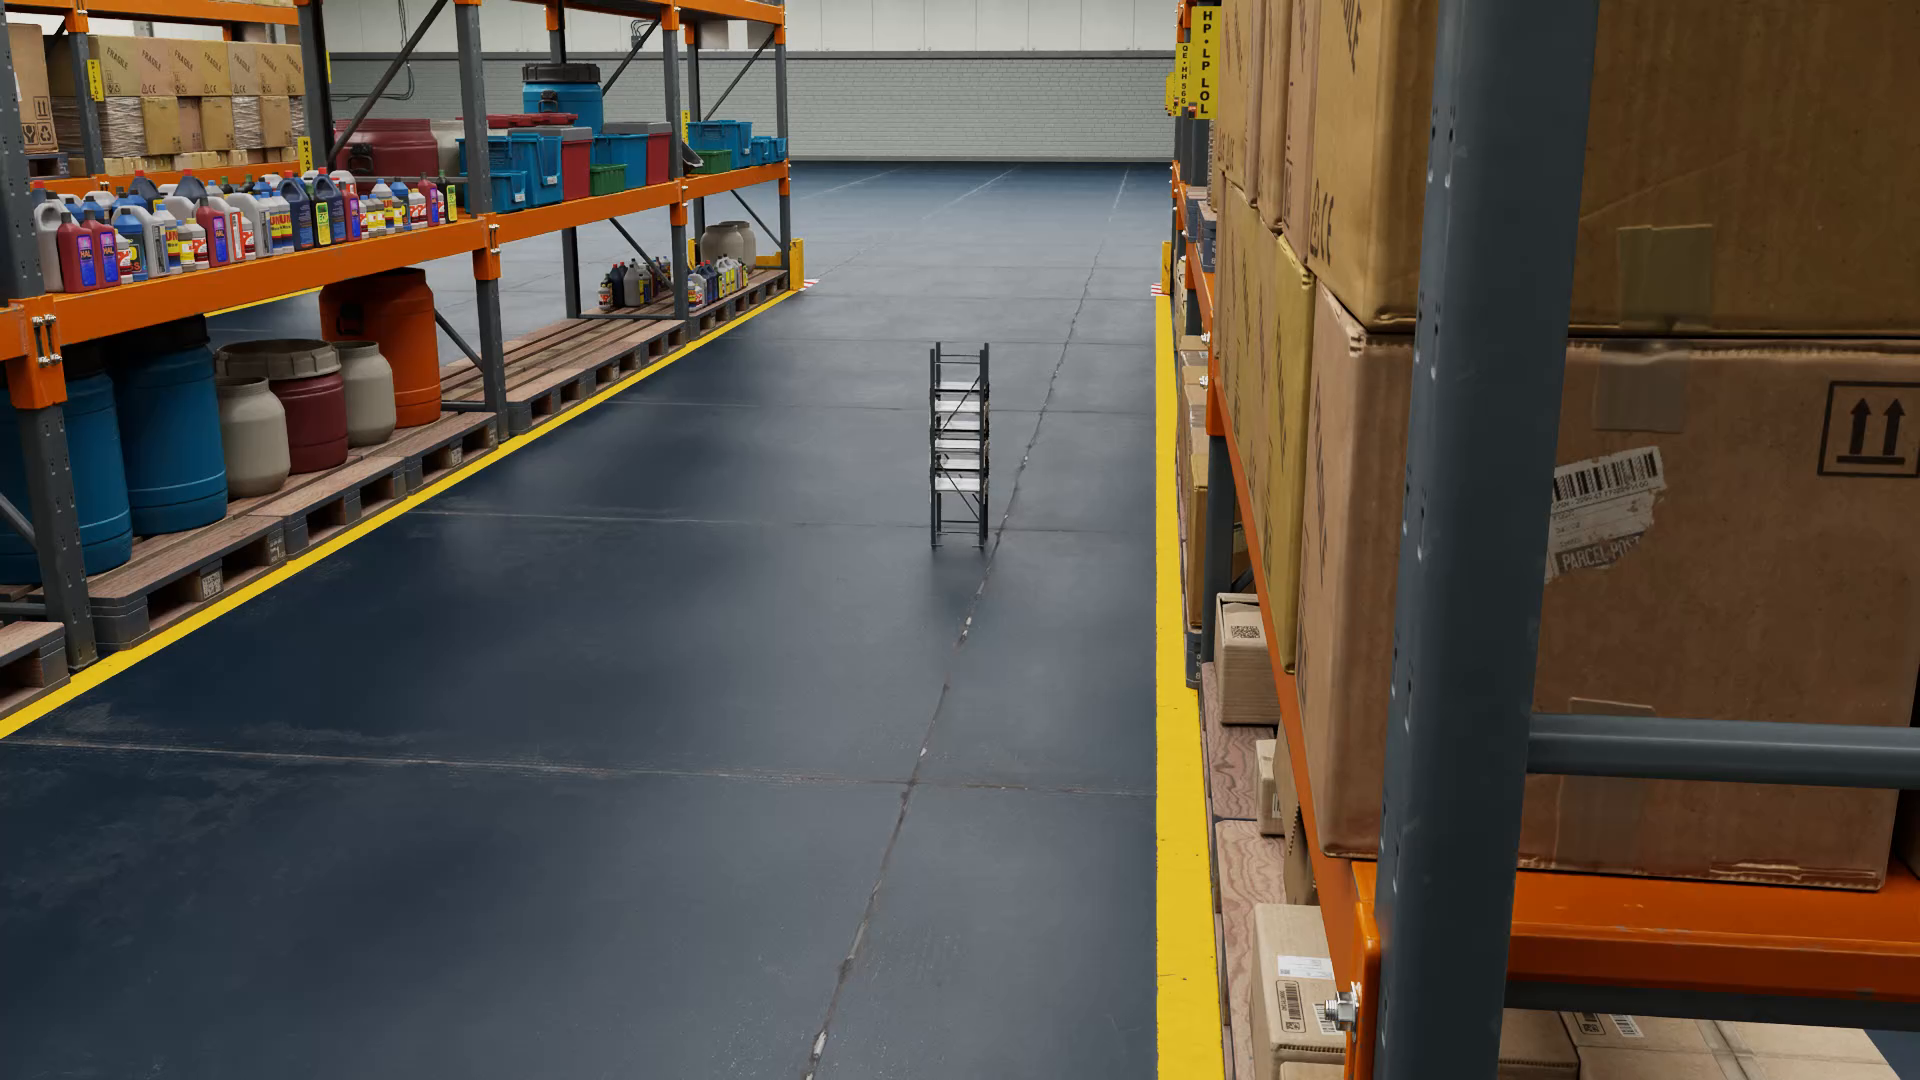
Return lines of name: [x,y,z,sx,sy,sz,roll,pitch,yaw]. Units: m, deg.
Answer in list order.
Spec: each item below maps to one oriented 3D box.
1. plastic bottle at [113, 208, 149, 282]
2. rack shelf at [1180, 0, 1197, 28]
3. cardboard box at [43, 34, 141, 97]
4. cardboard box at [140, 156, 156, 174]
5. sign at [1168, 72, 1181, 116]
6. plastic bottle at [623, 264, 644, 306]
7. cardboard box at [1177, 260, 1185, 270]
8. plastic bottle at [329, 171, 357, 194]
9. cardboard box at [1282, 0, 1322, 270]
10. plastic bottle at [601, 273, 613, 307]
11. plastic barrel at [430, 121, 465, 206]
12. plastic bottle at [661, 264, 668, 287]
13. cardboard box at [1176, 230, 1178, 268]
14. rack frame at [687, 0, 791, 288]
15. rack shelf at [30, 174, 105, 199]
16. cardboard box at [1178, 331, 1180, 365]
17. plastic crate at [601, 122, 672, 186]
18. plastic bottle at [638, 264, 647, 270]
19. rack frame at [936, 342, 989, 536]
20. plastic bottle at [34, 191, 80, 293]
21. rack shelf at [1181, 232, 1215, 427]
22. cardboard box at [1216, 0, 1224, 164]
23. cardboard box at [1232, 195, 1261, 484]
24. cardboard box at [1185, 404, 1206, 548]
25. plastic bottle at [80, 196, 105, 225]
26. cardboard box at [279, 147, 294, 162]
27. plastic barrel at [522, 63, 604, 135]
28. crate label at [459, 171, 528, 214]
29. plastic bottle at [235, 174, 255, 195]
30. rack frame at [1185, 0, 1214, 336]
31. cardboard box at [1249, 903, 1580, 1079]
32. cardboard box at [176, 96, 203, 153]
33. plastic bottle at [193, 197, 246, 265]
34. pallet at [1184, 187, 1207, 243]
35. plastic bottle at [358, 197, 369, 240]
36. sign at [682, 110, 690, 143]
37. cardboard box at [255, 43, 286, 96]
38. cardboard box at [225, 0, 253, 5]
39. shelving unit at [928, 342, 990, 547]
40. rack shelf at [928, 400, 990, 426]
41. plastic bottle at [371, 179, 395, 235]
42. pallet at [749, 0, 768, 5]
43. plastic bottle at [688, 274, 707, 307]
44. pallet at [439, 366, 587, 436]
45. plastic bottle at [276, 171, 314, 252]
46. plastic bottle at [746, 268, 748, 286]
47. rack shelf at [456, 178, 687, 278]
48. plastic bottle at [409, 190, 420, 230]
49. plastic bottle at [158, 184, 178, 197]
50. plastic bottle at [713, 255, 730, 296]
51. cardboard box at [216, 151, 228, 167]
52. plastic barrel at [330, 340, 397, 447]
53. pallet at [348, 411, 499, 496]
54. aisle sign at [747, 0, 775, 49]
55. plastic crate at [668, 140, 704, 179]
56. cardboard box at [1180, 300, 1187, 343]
plastic bottle: [-3.142,-1.117,6.294,0.097,0.271,0.097,0,15,0]
rack shelf: [1.970,-3.517,10.553,1.077,0.370,4.000,2,15,6]
cardboard box: [-7.343,-4.011,14.073,0.500,0.500,0.500,2,15,6]
cardboard box: [-7.282,-3.283,14.539,0.380,0.149,0.250,2,15,6]
sign: [1.644,-3.407,12.704,0.100,0.325,0.005,2,15,6]
plastic bottle: [-2.796,-2.186,14.233,0.144,0.351,0.185,2,15,6]
cardboard box: [1.902,-1.981,12.630,0.500,0.311,0.500,2,15,6]
plastic bottle: [-3.396,-1.877,9.095,0.152,0.276,0.135,2,15,6]
cardboard box: [0.675,-0.608,2.057,0.500,0.500,0.500,2,15,8]
plastic bottle: [-2.999,-2.117,14.106,0.061,0.283,0.133,2,15,9]
plastic barrel: [-3.273,-2.371,10.470,0.421,0.512,0.421,0,15,0]
plastic bottle: [-2.800,-2.493,15.652,0.097,0.201,0.097,0,15,0]
cardboard box: [2.194,-2.688,14.883,0.500,0.500,0.500,2,15,6]
rack frame: [-2.274,-4.119,17.148,1.000,3.000,0.127,2,15,6]
rack shelf: [-7.872,-2.361,12.027,1.077,0.370,4.000,2,15,6]
cardboard box: [1.731,-1.314,11.238,0.500,0.250,0.500,2,15,7]
plastic crate: [-2.476,-2.978,12.806,0.402,0.464,0.583,2,15,6]
plastic bottle: [-2.859,-2.330,14.908,0.152,0.276,0.135,2,15,7]
rack frame: [0.011,-0.459,7.634,0.240,0.900,0.006,2,15,6]
plastic bottle: [-3.262,-1.075,5.986,0.144,0.351,0.185,2,15,6]
rack shelf: [1.519,-1.031,7.107,1.077,0.370,4.000,2,15,6]
cardboard box: [0.961,-1.277,4.530,0.500,0.500,0.500,2,15,8]
cardboard box: [0.796,-0.389,3.164,0.500,0.500,0.500,1,15,5]
cardboard box: [1.185,-0.260,6.823,0.500,0.500,0.500,2,15,7]
plastic bottle: [-3.665,-1.318,7.036,0.097,0.271,0.097,0,15,0]
cardboard box: [-7.028,-3.932,16.940,0.380,0.149,0.250,2,15,6]
plastic barrel: [-3.070,-3.232,12.909,0.600,0.901,0.708,2,15,6]
crate label: [-2.757,-2.062,9.860,0.303,0.233,0.416,2,15,6]
plastic bottle: [-3.659,-1.732,8.543,0.061,0.283,0.133,2,15,6]
rack frame: [1.745,-1.897,8.932,1.000,3.000,0.127,2,15,6]
cardboard box: [0.795,0.899,3.016,0.500,0.250,0.500,2,15,6]
cardboard box: [-7.487,-3.795,15.191,0.875,0.500,0.500,2,15,6]
plastic bottle: [-3.093,-1.296,6.945,0.152,0.276,0.135,2,15,6]
pallet: [1.738,-1.627,8.299,1.213,0.211,1.003,2,15,6]
plastic bottle: [-2.933,-1.565,8.083,0.097,0.201,0.097,0,15,0]
sign: [-2.820,-4.270,17.176,0.100,0.325,0.005,2,15,6]
cardboard box: [-7.063,-4.660,16.471,0.500,0.500,0.500,2,15,6]
cardboard box: [-7.117,-5.246,15.856,0.500,0.250,0.500,2,15,7]
shelving unit: [-0.001,-0.432,7.537,0.258,0.900,0.210,2,15,6]
rack shelf: [-0.001,-0.574,7.499,0.258,0.077,0.200,2,15,6]
plastic bottle: [-2.900,-1.674,8.354,0.097,0.271,0.097,0,15,0]
pallet: [-2.465,-5.264,15.999,1.003,0.211,1.213,2,15,6]
plastic bottle: [-2.245,-2.134,14.181,0.152,0.276,0.135,2,15,8]
pallet: [-3.051,-0.898,10.578,1.003,0.211,1.213,2,15,6]
plastic bottle: [-3.023,-1.484,7.497,0.144,0.351,0.185,2,15,6]
plastic bottle: [-2.046,-2.491,15.647,0.097,0.201,0.097,0,15,0]
rack shelf: [-2.951,-2.216,11.487,1.077,0.370,4.000,2,15,6]
plastic bottle: [-2.867,-1.716,8.643,0.097,0.201,0.097,0,15,0]
plastic bottle: [-3.703,-1.522,7.781,0.152,0.276,0.135,2,15,6]
plastic bottle: [-2.153,-2.372,14.918,0.144,0.351,0.185,2,15,6]
cardboard box: [-7.184,-3.609,15.742,0.380,0.149,0.250,2,15,6]
plastic barrel: [-3.190,-0.769,8.723,0.421,0.512,0.421,0,15,0]
pallet: [-3.224,-0.492,9.078,1.003,0.211,1.213,2,15,6]
aisle sign: [-1.971,-5.384,16.846,0.394,0.787,0.004,2,15,6]
plastic crate: [-2.540,-3.184,13.808,0.767,0.338,0.504,2,15,6]
cardboard box: [1.611,-1.321,10.191,0.500,0.311,0.500,1,15,5]
